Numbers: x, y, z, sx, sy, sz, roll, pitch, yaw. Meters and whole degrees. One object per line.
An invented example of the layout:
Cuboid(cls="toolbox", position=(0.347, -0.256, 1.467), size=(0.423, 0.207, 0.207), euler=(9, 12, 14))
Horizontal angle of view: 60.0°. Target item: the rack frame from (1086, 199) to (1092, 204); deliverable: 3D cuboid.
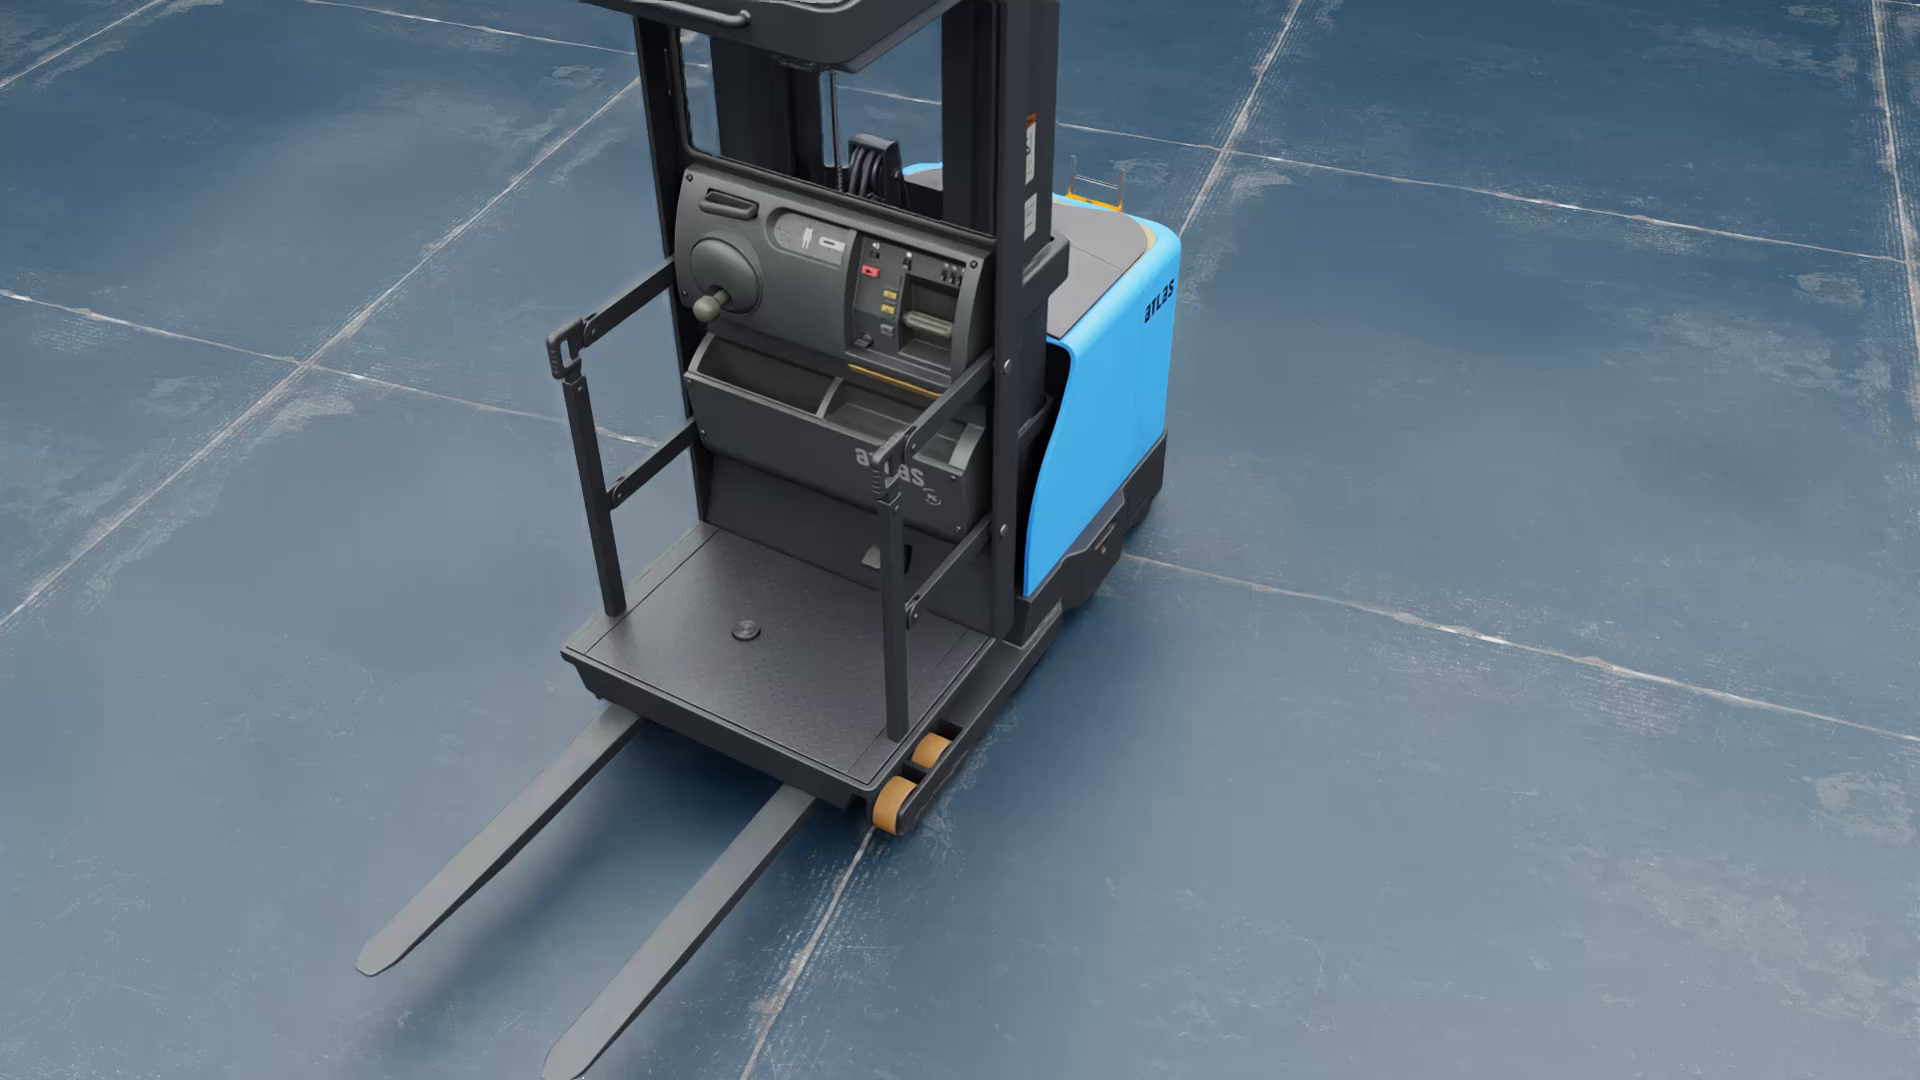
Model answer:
Cuboid(cls="rack frame", position=(0.343, -0.742, 5.811), size=(0.200, 1.050, 0.008), euler=(21, 45, 23))

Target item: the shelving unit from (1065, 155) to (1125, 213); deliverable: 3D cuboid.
Cuboid(cls="shelving unit", position=(0.405, -0.810, 5.891), size=(0.215, 1.050, 0.252), euler=(21, 45, 23))

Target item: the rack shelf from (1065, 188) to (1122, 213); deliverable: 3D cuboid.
Cuboid(cls="rack shelf", position=(0.405, -1.018, 5.713), size=(0.215, 0.259, 0.240), euler=(21, 45, 23))

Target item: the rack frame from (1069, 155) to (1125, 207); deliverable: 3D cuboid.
Cuboid(cls="rack frame", position=(0.466, -0.879, 5.971), size=(0.200, 1.050, 0.008), euler=(21, 45, 23))

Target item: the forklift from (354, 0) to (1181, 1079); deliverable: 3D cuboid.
Cuboid(cls="forklift", position=(-0.464, -0.616, 4.214), size=(1.130, 2.935, 3.031), euler=(21, 45, 23))
